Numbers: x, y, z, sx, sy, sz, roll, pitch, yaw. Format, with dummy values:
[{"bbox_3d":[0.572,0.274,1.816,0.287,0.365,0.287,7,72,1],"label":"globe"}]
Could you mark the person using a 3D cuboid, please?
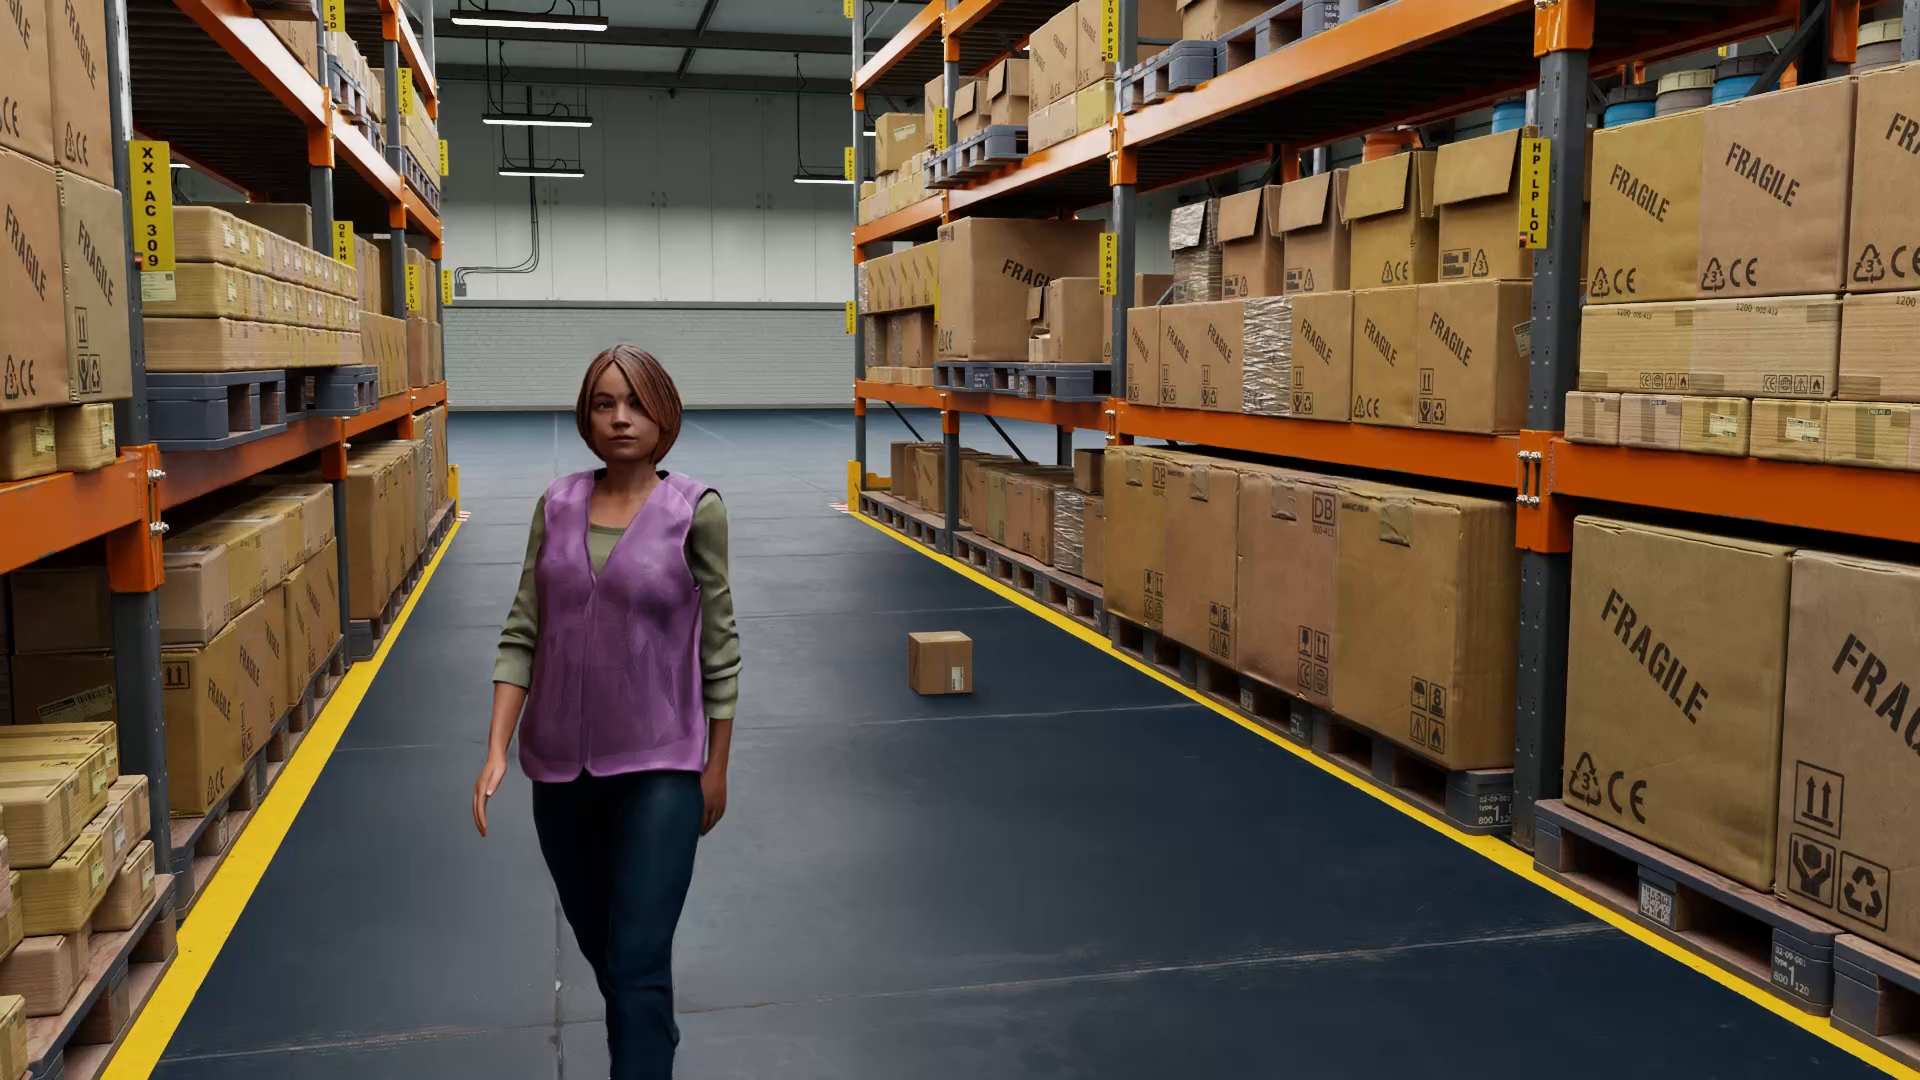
[{"bbox_3d":[-0.648,0.422,3.014,0.416,1.547,0.848,1,6,12],"label":"person"}]
